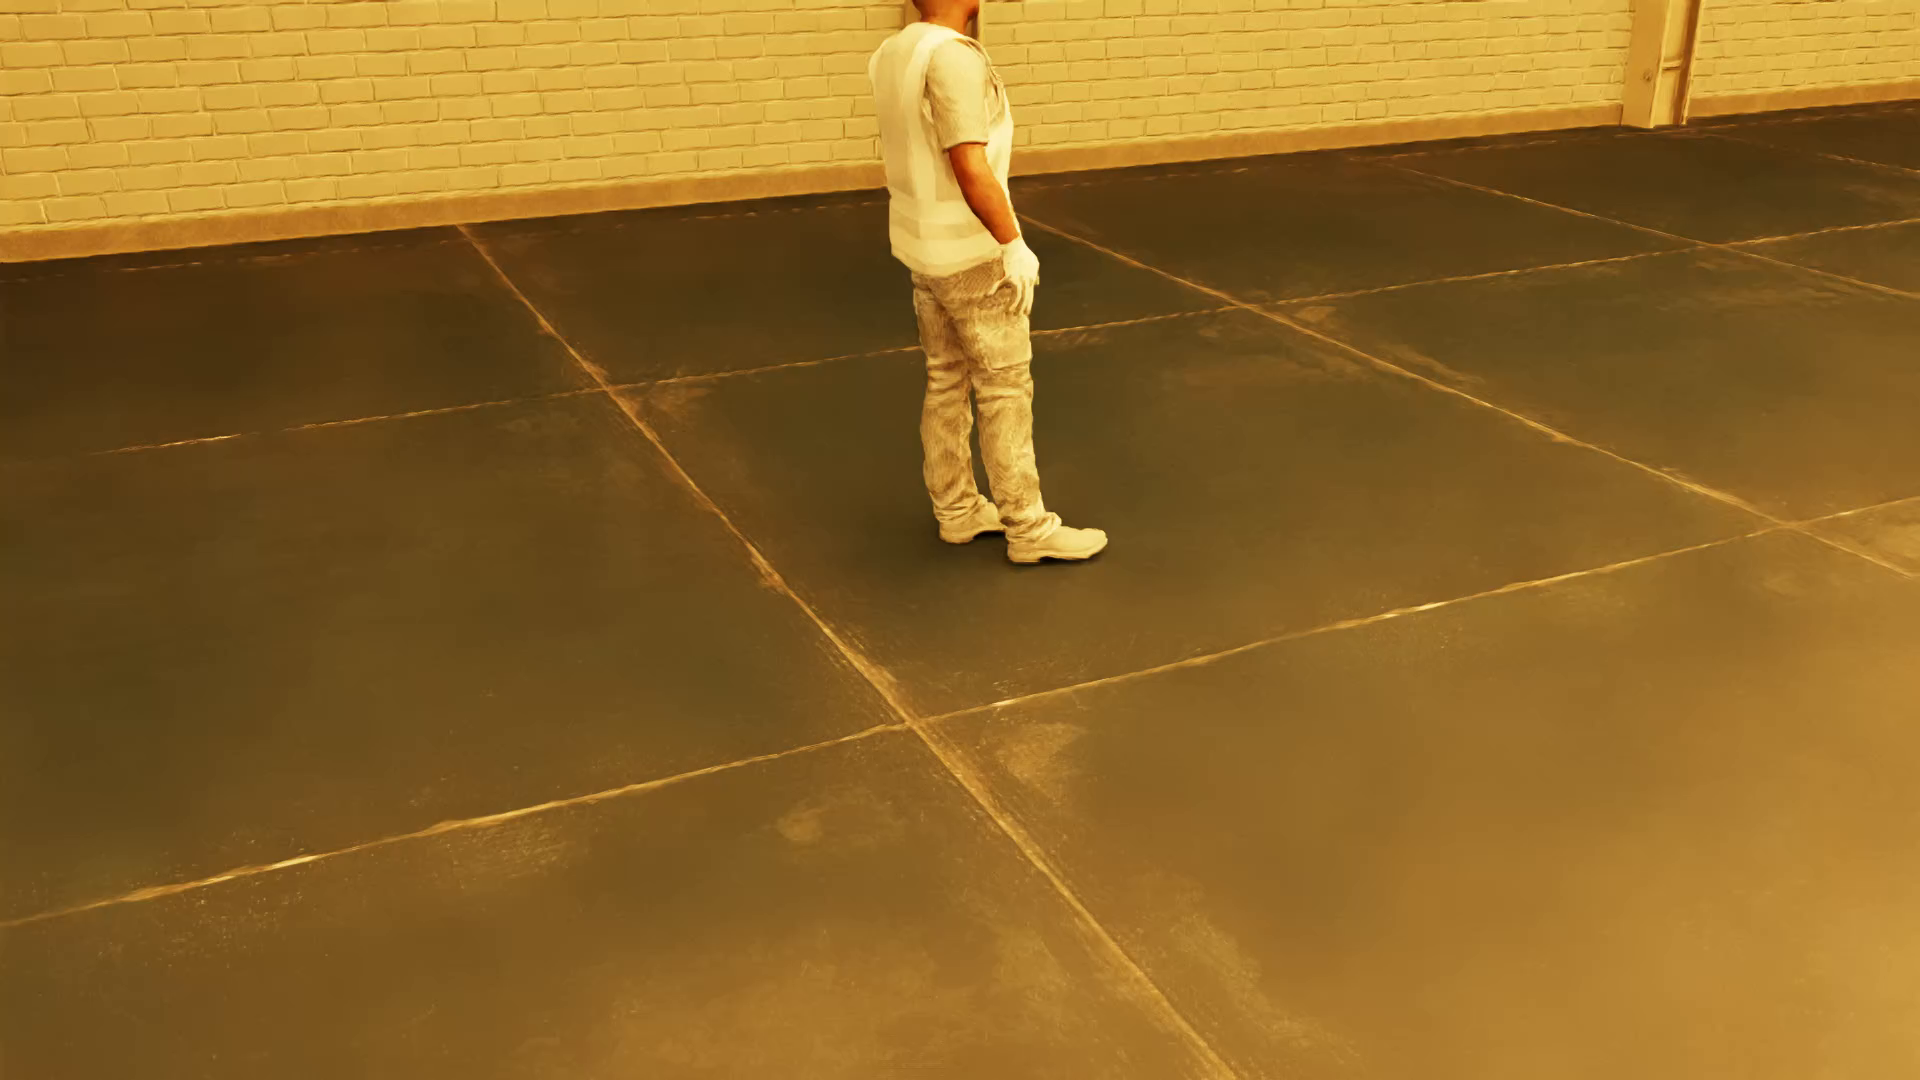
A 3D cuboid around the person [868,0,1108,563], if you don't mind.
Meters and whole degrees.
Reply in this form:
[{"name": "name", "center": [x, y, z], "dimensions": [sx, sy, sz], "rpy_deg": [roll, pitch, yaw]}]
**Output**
[{"name": "person", "center": [0.069, -0.839, 4.784], "dimensions": [0.576, 1.782, 0.655], "rpy_deg": [-10, 25, -23]}]
